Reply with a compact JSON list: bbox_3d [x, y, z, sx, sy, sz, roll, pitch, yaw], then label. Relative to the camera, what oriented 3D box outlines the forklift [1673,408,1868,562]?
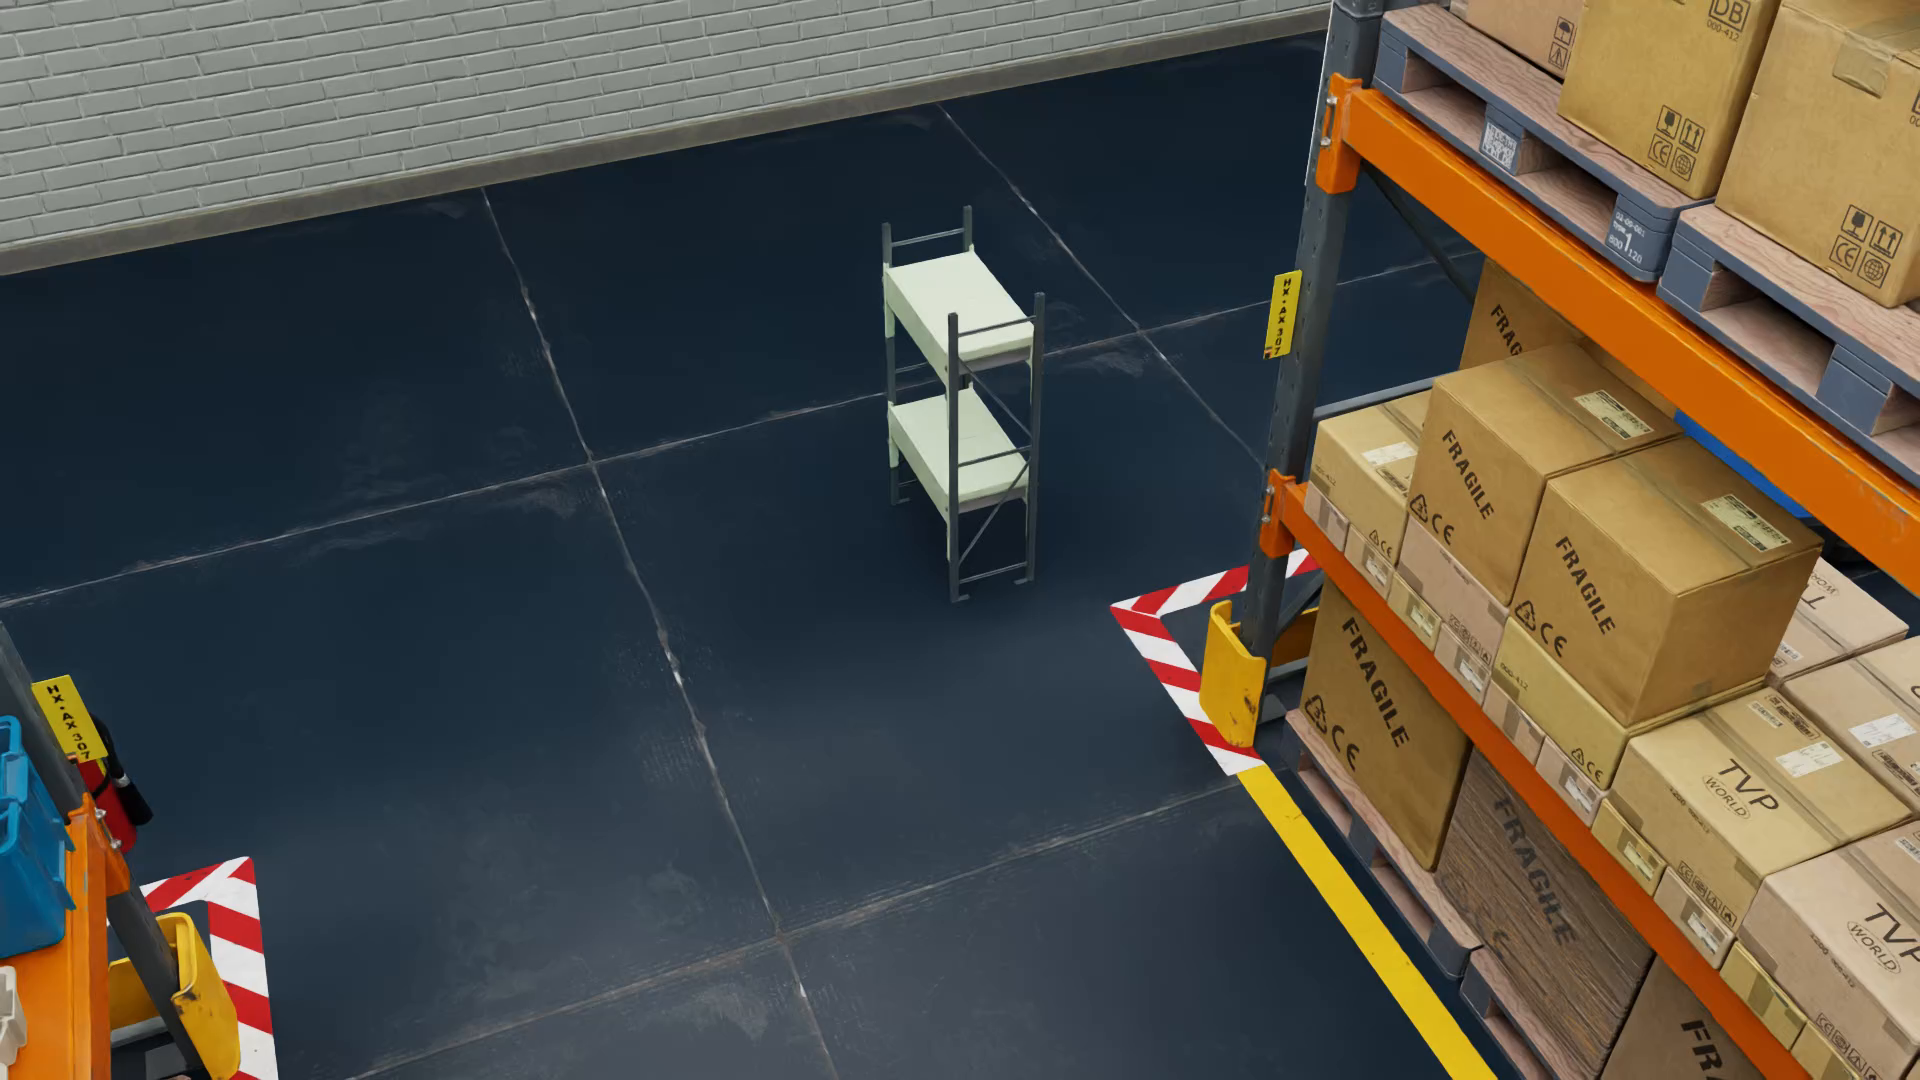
[{"bbox_3d":[4.497,-1.350,6.990,3.031,2.935,1.130,-3,41,-4],"label":"forklift"}]

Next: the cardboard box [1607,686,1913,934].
[{"bbox_3d":[2.116,0.708,4.432,0.500,0.250,0.500,-16,43,-18],"label":"cardboard box"}]

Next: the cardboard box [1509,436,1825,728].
[{"bbox_3d":[1.913,0.107,4.555,0.500,0.500,0.500,-16,43,-18],"label":"cardboard box"}]

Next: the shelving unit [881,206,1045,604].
[{"bbox_3d":[0.003,-0.565,7.175,0.431,1.500,0.755,-15,43,-17],"label":"shelving unit"}]

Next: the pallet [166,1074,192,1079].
[{"bbox_3d":[-2.713,2.279,4.857,1.003,0.211,1.213,-15,43,-17],"label":"pallet"}]

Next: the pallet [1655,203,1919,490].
[{"bbox_3d":[2.348,-0.444,3.652,1.003,0.211,1.213,-15,43,-17],"label":"pallet"}]

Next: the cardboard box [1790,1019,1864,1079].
[{"bbox_3d":[2.301,1.262,4.093,0.380,0.149,0.250,-14,43,-16],"label":"cardboard box"}]

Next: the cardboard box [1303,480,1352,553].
[{"bbox_3d":[1.415,-0.129,5.711,0.380,0.149,0.250,-15,43,-16],"label":"cardboard box"}]

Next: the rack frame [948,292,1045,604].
[{"bbox_3d":[0.143,-0.344,6.919,0.400,1.500,0.023,-15,43,-17],"label":"rack frame"}]

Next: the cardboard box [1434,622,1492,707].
[{"bbox_3d":[1.713,0.336,5.170,0.380,0.149,0.250,-16,43,-18],"label":"cardboard box"}]

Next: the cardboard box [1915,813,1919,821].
[{"bbox_3d":[2.787,0.873,4.240,0.500,0.250,0.500,-14,43,-16],"label":"cardboard box"}]

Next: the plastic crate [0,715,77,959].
[{"bbox_3d":[-2.692,0.834,4.325,0.616,0.435,0.499,-15,43,-17],"label":"plastic crate"}]

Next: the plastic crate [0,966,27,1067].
[{"bbox_3d":[-2.513,1.238,4.084,0.396,0.136,0.243,-15,43,-17],"label":"plastic crate"}]

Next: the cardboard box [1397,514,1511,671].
[{"bbox_3d":[1.723,0.091,5.149,0.500,0.250,0.500,-16,43,-17],"label":"cardboard box"}]

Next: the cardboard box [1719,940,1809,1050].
[{"bbox_3d":[2.203,1.108,4.272,0.380,0.149,0.250,-16,43,-18],"label":"cardboard box"}]

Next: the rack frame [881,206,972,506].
[{"bbox_3d":[-0.137,-0.785,7.431,0.400,1.500,0.023,-15,43,-17],"label":"rack frame"}]

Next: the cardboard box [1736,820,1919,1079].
[{"bbox_3d":[2.307,1.014,4.076,0.500,0.250,0.500,-14,43,-16],"label":"cardboard box"}]

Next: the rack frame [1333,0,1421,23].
[{"bbox_3d":[1.584,-2.795,4.017,1.000,3.000,0.127,-15,43,-17],"label":"rack frame"}]

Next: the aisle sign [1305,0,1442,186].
[{"bbox_3d":[1.279,-1.475,5.089,0.394,0.787,0.004,-15,43,-17],"label":"aisle sign"}]

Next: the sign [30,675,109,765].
[{"bbox_3d":[-2.490,0.506,4.654,0.100,0.325,0.005,-15,43,-17],"label":"sign"}]

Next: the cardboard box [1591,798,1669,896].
[{"bbox_3d":[2.004,0.797,4.634,0.380,0.149,0.250,-16,43,-18],"label":"cardboard box"}]

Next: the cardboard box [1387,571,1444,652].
[{"bbox_3d":[1.612,0.179,5.352,0.380,0.149,0.250,-16,43,-18],"label":"cardboard box"}]

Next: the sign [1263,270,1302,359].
[{"bbox_3d":[1.069,-0.744,5.509,0.100,0.325,0.005,-15,43,-17],"label":"sign"}]

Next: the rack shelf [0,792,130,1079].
[{"bbox_3d":[-2.227,2.193,3.370,1.077,0.370,4.000,-15,43,-17],"label":"rack shelf"}]

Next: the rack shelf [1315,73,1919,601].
[{"bbox_3d":[2.349,-0.180,3.829,1.077,0.370,4.000,-15,43,-17],"label":"rack shelf"}]

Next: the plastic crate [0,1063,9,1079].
[{"bbox_3d":[-2.416,1.416,3.877,0.396,0.136,0.243,-15,43,-17],"label":"plastic crate"}]

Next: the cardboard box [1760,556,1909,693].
[{"bbox_3d":[2.403,0.261,4.951,0.500,0.250,0.500,-17,43,-18],"label":"cardboard box"}]

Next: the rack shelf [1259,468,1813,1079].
[{"bbox_3d":[2.349,0.957,4.807,1.077,0.370,4.000,-15,43,-17],"label":"rack shelf"}]

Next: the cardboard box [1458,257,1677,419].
[{"bbox_3d":[2.013,-0.633,5.416,0.500,0.500,0.500,-15,43,-16],"label":"cardboard box"}]

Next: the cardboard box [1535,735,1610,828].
[{"bbox_3d":[1.909,0.645,4.811,0.380,0.149,0.250,-16,43,-17],"label":"cardboard box"}]

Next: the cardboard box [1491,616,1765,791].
[{"bbox_3d":[1.912,0.395,4.796,0.500,0.250,0.500,-16,43,-18],"label":"cardboard box"}]

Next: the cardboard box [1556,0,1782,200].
[{"bbox_3d":[1.936,-1.224,4.015,0.700,0.500,0.500,-17,43,-18],"label":"cardboard box"}]

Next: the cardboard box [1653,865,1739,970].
[{"bbox_3d":[2.106,0.955,4.451,0.380,0.149,0.250,-14,43,-16],"label":"cardboard box"}]

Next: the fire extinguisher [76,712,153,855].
[{"bbox_3d":[-2.630,0.681,4.921,0.296,0.674,0.183,-15,43,-17],"label":"fire extinguisher"}]

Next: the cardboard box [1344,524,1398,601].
[{"bbox_3d":[1.514,0.025,5.532,0.380,0.149,0.250,-16,43,-17],"label":"cardboard box"}]

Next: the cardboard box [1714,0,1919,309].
[{"bbox_3d":[2.179,-0.925,3.667,0.700,0.500,0.500,-18,44,-20],"label":"cardboard box"}]

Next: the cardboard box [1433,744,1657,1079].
[{"bbox_3d":[2.251,1.040,5.467,0.875,0.875,0.875,-15,43,-17],"label":"cardboard box"}]

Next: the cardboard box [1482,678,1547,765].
[{"bbox_3d":[1.810,0.489,4.992,0.380,0.149,0.250,-16,43,-18],"label":"cardboard box"}]

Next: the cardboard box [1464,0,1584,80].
[{"bbox_3d":[1.832,-1.593,4.445,0.700,0.500,0.500,-18,44,-19],"label":"cardboard box"}]

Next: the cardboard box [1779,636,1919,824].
[{"bbox_3d":[2.606,0.574,4.587,0.500,0.250,0.500,-15,43,-17],"label":"cardboard box"}]

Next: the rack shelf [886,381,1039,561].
[{"bbox_3d":[0.003,-0.317,7.388,0.431,0.370,0.720,-15,43,-17],"label":"rack shelf"}]

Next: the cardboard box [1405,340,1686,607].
[{"bbox_3d":[1.709,-0.203,4.916,0.500,0.500,0.500,-16,43,-18],"label":"cardboard box"}]

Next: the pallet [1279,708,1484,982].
[{"bbox_3d":[1.962,0.999,6.345,1.003,0.211,1.213,-15,43,-17],"label":"pallet"}]

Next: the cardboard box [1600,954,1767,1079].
[{"bbox_3d":[2.591,1.576,4.843,0.875,0.875,0.875,-15,43,-17],"label":"cardboard box"}]

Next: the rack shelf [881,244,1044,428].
[{"bbox_3d":[0.003,-0.861,6.920,0.431,0.370,0.720,-15,43,-17],"label":"rack shelf"}]

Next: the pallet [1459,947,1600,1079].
[{"bbox_3d":[2.425,1.733,5.492,1.003,0.211,1.213,-15,43,-17],"label":"pallet"}]

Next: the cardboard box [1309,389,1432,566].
[{"bbox_3d":[1.518,-0.220,5.511,0.500,0.250,0.500,-16,43,-18],"label":"cardboard box"}]

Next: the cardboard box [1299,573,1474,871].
[{"bbox_3d":[1.903,0.491,6.104,0.875,0.875,0.875,-15,43,-17],"label":"cardboard box"}]

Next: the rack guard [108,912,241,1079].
[{"bbox_3d":[-3.014,1.652,5.365,1.175,0.500,0.348,-15,43,-17],"label":"rack guard"}]

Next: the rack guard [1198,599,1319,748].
[{"bbox_3d":[1.575,0.413,6.805,1.175,0.500,0.348,-15,43,-17],"label":"rack guard"}]

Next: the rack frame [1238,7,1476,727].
[{"bbox_3d":[1.584,-0.521,5.973,1.000,3.000,0.127,-15,43,-17],"label":"rack frame"}]

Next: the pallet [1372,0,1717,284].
[{"bbox_3d":[1.877,-1.180,4.508,1.003,0.211,1.213,-15,43,-17],"label":"pallet"}]

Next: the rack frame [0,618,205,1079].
[{"bbox_3d":[-2.992,0.715,4.537,1.000,3.000,0.127,-15,43,-17],"label":"rack frame"}]
